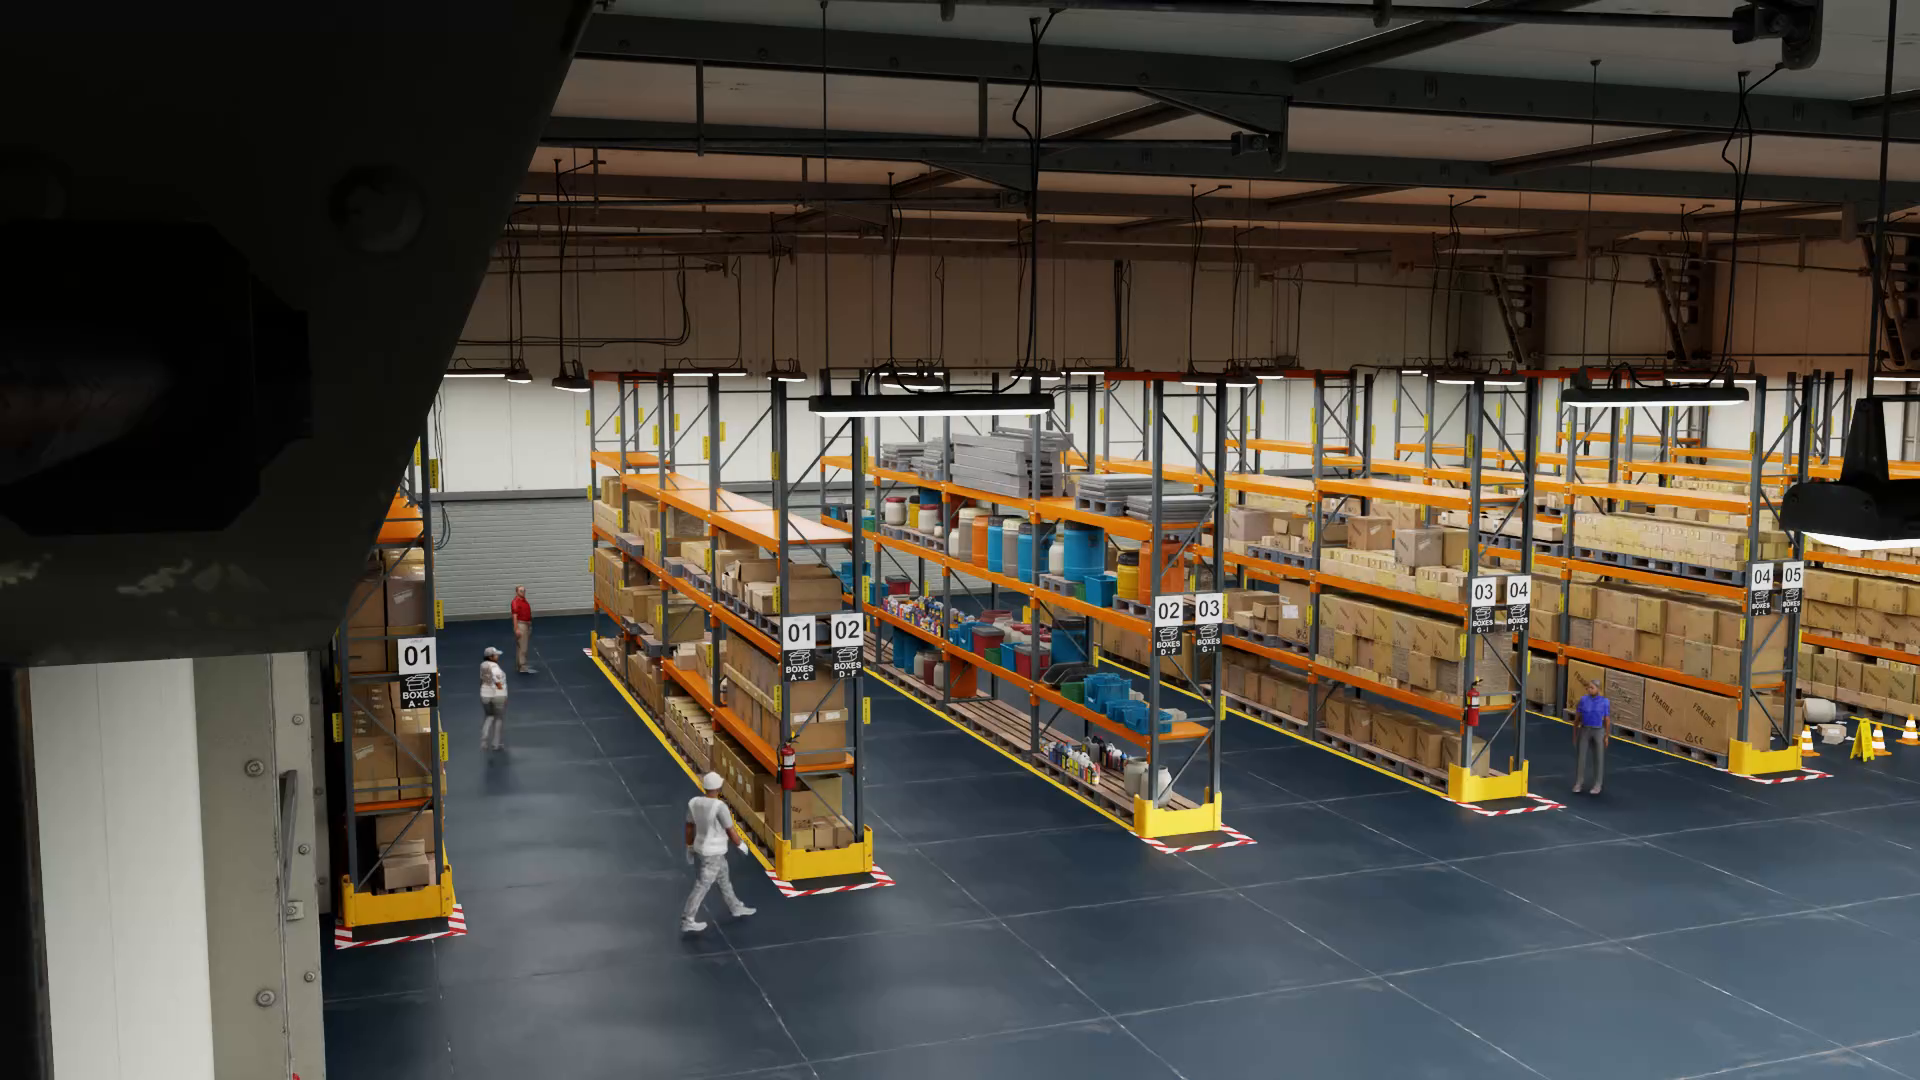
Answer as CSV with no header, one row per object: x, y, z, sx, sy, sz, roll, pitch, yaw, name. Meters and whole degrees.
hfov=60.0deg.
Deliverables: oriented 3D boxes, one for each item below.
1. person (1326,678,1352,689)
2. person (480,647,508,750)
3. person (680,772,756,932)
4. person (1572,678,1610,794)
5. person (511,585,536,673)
7.288,1.921,31.782,0.573,1.812,0.403,6,9,43,person
-7.462,2.528,26.629,0.491,1.665,0.455,2,7,15,person
-2.629,3.390,18.280,0.988,1.732,0.504,-4,8,-32,person
9.102,2.818,24.010,0.502,1.659,0.386,3,7,27,person
-8.725,1.771,33.273,0.450,1.736,0.564,-1,6,-9,person
